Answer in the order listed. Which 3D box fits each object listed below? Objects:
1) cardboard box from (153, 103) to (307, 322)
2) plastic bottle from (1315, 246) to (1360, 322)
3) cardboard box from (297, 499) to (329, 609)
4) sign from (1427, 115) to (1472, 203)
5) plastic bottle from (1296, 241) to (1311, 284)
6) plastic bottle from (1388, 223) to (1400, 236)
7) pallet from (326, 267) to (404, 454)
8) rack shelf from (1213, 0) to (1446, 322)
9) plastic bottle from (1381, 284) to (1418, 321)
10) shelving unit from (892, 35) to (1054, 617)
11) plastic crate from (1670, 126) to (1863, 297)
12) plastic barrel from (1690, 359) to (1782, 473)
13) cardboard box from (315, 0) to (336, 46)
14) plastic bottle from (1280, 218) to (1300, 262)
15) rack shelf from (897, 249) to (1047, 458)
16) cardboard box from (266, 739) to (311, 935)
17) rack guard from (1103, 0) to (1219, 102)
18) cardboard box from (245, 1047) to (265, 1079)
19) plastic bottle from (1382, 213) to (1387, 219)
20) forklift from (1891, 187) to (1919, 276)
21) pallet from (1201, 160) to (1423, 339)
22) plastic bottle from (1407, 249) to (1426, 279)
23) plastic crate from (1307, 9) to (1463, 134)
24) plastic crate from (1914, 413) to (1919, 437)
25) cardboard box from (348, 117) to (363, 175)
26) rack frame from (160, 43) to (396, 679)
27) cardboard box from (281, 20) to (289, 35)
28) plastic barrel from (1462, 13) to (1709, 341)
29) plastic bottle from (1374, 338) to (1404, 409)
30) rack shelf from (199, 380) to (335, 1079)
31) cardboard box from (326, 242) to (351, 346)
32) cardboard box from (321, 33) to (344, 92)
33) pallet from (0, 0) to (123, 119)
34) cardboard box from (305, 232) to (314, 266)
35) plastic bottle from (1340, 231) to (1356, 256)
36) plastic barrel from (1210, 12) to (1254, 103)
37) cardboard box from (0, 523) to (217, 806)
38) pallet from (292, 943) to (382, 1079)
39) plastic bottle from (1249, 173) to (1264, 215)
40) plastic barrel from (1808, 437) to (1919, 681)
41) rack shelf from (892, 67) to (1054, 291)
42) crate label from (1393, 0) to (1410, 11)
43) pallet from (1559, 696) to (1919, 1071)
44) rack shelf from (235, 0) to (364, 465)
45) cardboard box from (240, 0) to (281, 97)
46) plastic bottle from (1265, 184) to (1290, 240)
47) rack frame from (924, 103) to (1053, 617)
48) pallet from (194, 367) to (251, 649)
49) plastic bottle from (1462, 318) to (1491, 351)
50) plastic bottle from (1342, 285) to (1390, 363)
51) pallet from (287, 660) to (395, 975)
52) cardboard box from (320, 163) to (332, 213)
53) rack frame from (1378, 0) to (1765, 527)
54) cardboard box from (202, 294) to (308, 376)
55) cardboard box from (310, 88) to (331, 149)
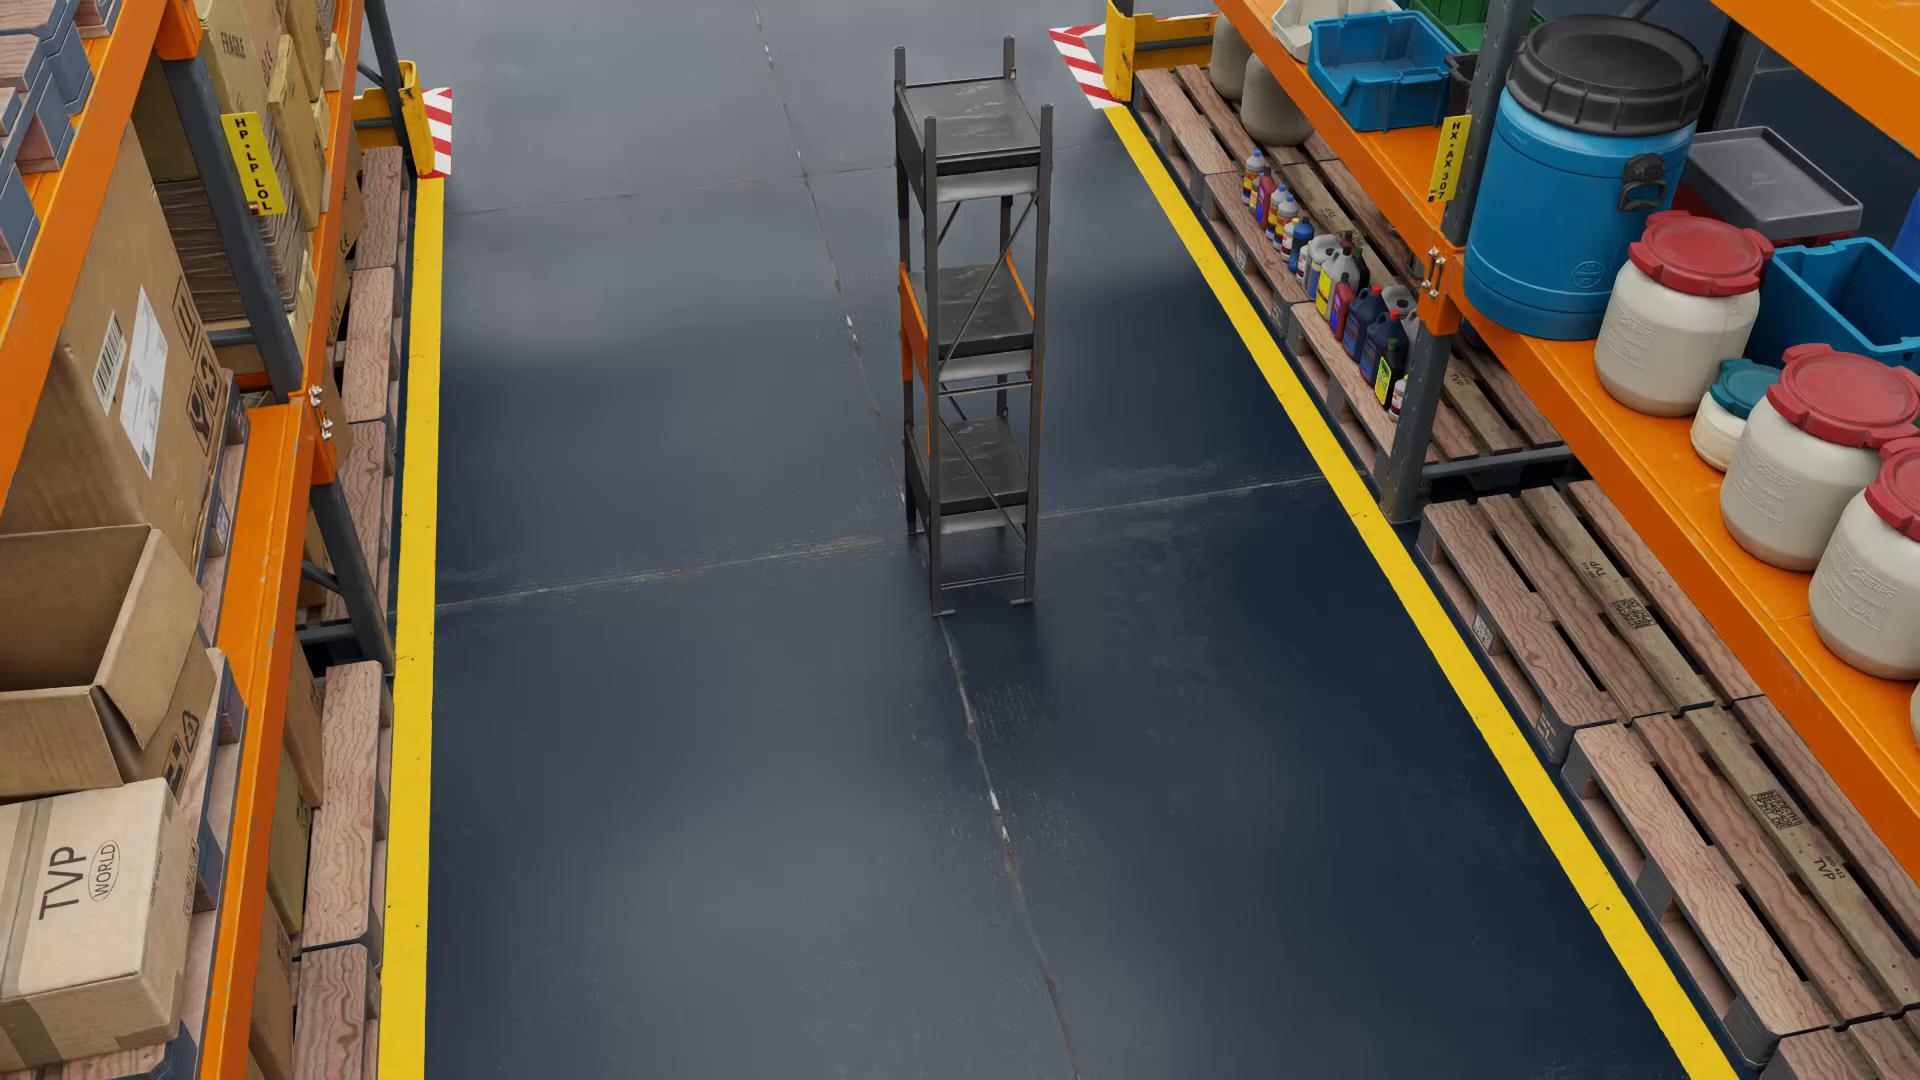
[{"bbox_3d":[-2.636,-1.028,5.349,0.875,0.500,0.500,-8,42,-9],"label":"cardboard box"},{"bbox_3d":[1.705,-1.173,7.475,0.144,0.351,0.185,-9,42,-10],"label":"plastic bottle"},{"bbox_3d":[-2.646,-0.066,6.132,0.500,0.500,0.500,-10,42,-11],"label":"cardboard box"},{"bbox_3d":[1.697,-1.321,5.770,0.100,0.325,0.005,-8,42,-9],"label":"sign"},{"bbox_3d":[1.622,-1.295,7.726,0.097,0.201,0.097,0,42,0],"label":"plastic bottle"},{"bbox_3d":[2.138,-1.585,8.052,0.097,0.201,0.097,0,42,0],"label":"plastic bottle"},{"bbox_3d":[-3.045,-0.759,7.446,1.003,0.211,1.213,-8,42,-9],"label":"pallet"},{"bbox_3d":[1.805,-2.316,7.642,1.077,0.370,4.000,-8,42,-9],"label":"rack shelf"},{"bbox_3d":[1.914,-0.973,7.307,0.152,0.276,0.135,-8,42,-9],"label":"plastic bottle"},{"bbox_3d":[0.036,-0.678,5.932,0.431,2.100,0.503,-8,42,-9],"label":"shelving unit"},{"bbox_3d":[2.640,-1.043,5.617,0.402,0.464,0.583,-8,42,-9],"label":"plastic crate"},{"bbox_3d":[2.373,-0.357,4.997,0.301,0.262,0.301,0,42,0],"label":"plastic barrel"},{"bbox_3d":[-3.080,-2.323,6.808,0.875,0.500,0.500,-8,42,-9],"label":"cardboard box"},{"bbox_3d":[1.578,-1.429,7.876,0.097,0.201,0.097,0,42,0],"label":"plastic bottle"},{"bbox_3d":[0.036,-0.668,5.941,0.431,0.518,0.480,-8,42,-9],"label":"rack shelf"},{"bbox_3d":[-2.403,0.904,5.023,0.700,0.500,0.500,-9,42,-10],"label":"cardboard box"},{"bbox_3d":[1.436,-2.904,9.645,1.175,0.500,0.348,-8,42,-9],"label":"rack guard"},{"bbox_3d":[-2.161,1.628,4.208,0.700,0.500,0.500,-5,42,-6],"label":"cardboard box"},{"bbox_3d":[2.122,-1.720,8.143,0.061,0.283,0.133,-8,42,-9],"label":"plastic bottle"},{"bbox_3d":[5.495,-1.487,6.217,3.031,2.935,1.130,4,42,5],"label":"forklift"},{"bbox_3d":[1.866,-1.480,8.258,1.003,0.211,1.213,-8,42,-9],"label":"pallet"},{"bbox_3d":[2.196,-1.378,7.763,0.152,0.276,0.135,-8,42,-9],"label":"plastic bottle"},{"bbox_3d":[1.733,-1.912,6.756,0.499,0.251,0.616,-8,42,-9],"label":"plastic crate"},{"bbox_3d":[2.889,-0.121,4.787,0.450,0.188,0.662,-8,42,-9],"label":"plastic crate"},{"bbox_3d":[-3.344,-1.987,8.295,0.500,0.500,0.500,-1,42,-1],"label":"cardboard box"},{"bbox_3d":[-2.599,-0.579,5.143,1.000,3.000,0.127,-8,42,-9],"label":"rack frame"},{"bbox_3d":[-2.916,-1.667,6.069,0.875,0.500,0.500,-8,42,-9],"label":"cardboard box"},{"bbox_3d":[2.025,-1.182,5.445,0.600,0.901,0.708,-8,42,-9],"label":"plastic barrel"},{"bbox_3d":[1.811,-0.702,6.996,0.061,0.283,0.133,-6,42,-7],"label":"plastic bottle"},{"bbox_3d":[-2.167,0.986,3.921,1.077,0.370,4.000,-8,42,-9],"label":"rack shelf"},{"bbox_3d":[-3.065,-1.196,7.404,0.500,0.500,0.500,-5,42,-5],"label":"cardboard box"},{"bbox_3d":[-2.773,-1.966,6.894,0.380,0.149,0.250,-8,42,-9],"label":"cardboard box"},{"bbox_3d":[-2.570,-1.215,3.741,1.213,0.211,1.003,-8,42,-9],"label":"pallet"},{"bbox_3d":[-2.474,-0.990,5.795,0.380,0.149,0.250,-8,42,-9],"label":"cardboard box"},{"bbox_3d":[1.778,-1.269,7.635,0.061,0.283,0.133,-8,42,-9],"label":"plastic bottle"},{"bbox_3d":[1.590,-2.693,9.081,0.421,0.512,0.421,0,42,0],"label":"plastic barrel"},{"bbox_3d":[-2.135,0.336,3.718,0.797,0.503,0.637,-4,42,-5],"label":"cardboard box"},{"bbox_3d":[-2.163,1.761,4.608,1.003,0.211,1.213,-8,42,-9],"label":"pallet"},{"bbox_3d":[1.483,-1.713,8.196,0.097,0.201,0.097,0,42,0],"label":"plastic bottle"},{"bbox_3d":[2.481,0.068,4.311,0.433,0.535,0.433,0,42,0],"label":"plastic barrel"},{"bbox_3d":[0.036,-1.191,5.476,0.431,0.518,0.480,-8,42,-9],"label":"rack shelf"},{"bbox_3d":[2.035,-2.741,7.551,0.502,0.435,0.616,-8,42,-9],"label":"crate label"},{"bbox_3d":[2.711,1.050,5.408,1.003,0.211,1.213,-8,42,-9],"label":"pallet"},{"bbox_3d":[-3.031,-1.606,6.842,1.077,0.370,4.000,-8,42,-9],"label":"rack shelf"},{"bbox_3d":[-2.557,-1.754,5.413,0.500,0.500,0.500,-8,42,-9],"label":"cardboard box"},{"bbox_3d":[1.535,-1.584,7.998,0.097,0.271,0.097,0,42,0],"label":"plastic bottle"},{"bbox_3d":[0.088,-0.520,5.754,0.400,2.100,0.015,-8,42,-9],"label":"rack frame"},{"bbox_3d":[-2.576,0.009,4.625,1.003,0.211,1.213,-8,42,-9],"label":"pallet"},{"bbox_3d":[2.327,-1.025,7.309,0.144,0.351,0.185,-8,42,-9],"label":"plastic bottle"},{"bbox_3d":[1.775,-0.963,7.240,0.144,0.351,0.185,-10,43,-11],"label":"plastic bottle"},{"bbox_3d":[-2.430,0.968,5.500,1.003,0.211,1.213,-8,42,-9],"label":"pallet"},{"bbox_3d":[-2.551,-1.318,6.165,0.380,0.149,0.250,-8,42,-9],"label":"cardboard box"},{"bbox_3d":[2.237,-1.289,5.942,1.000,3.000,0.127,-8,42,-9],"label":"rack frame"},{"bbox_3d":[-2.352,-0.668,5.432,0.380,0.149,0.250,-8,42,-9],"label":"cardboard box"},{"bbox_3d":[-2.689,-1.638,6.525,0.380,0.149,0.250,-8,42,-9],"label":"cardboard box"}]
